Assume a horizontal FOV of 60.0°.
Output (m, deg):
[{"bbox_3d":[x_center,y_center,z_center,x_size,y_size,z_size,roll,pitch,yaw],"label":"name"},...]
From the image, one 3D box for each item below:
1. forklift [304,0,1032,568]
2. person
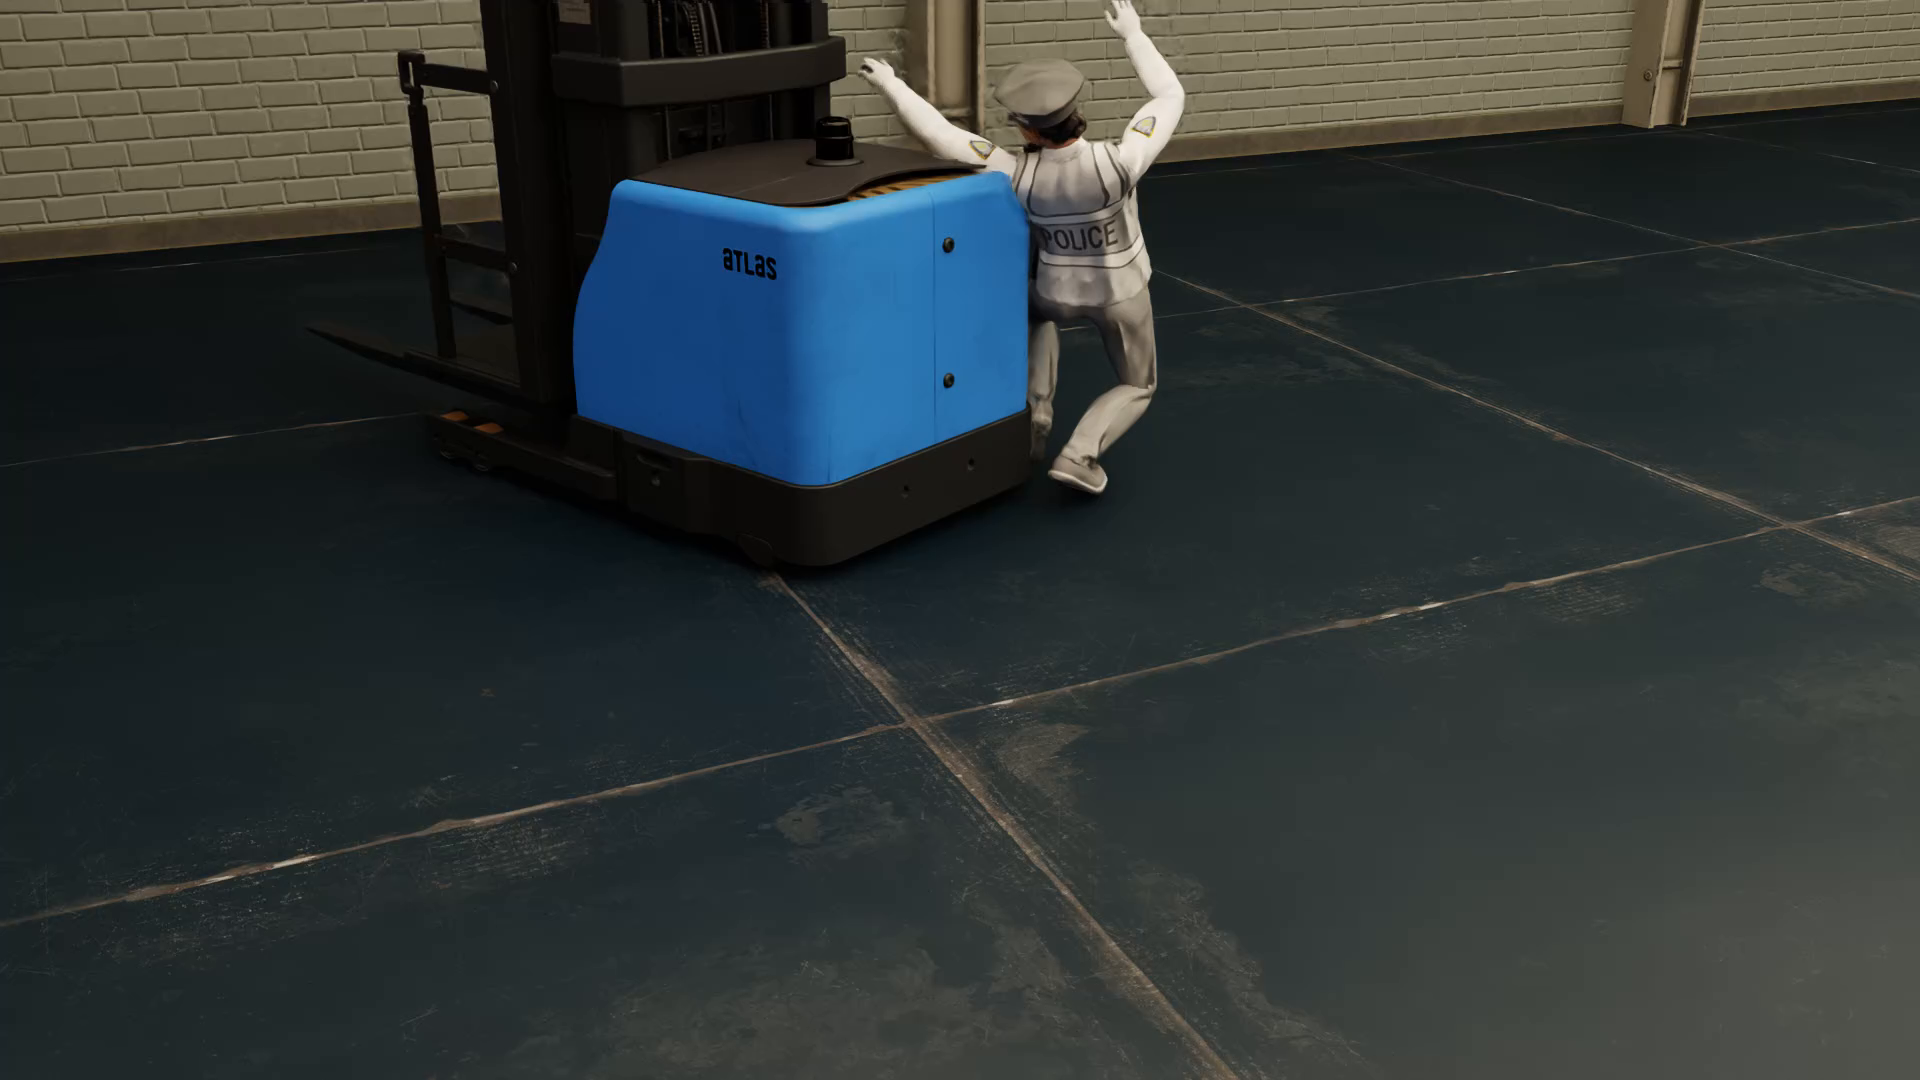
[{"bbox_3d":[-1.223,-1.722,5.432,3.031,2.935,1.130,18,29,37],"label":"forklift"},{"bbox_3d":[0.196,-0.924,5.338,1.005,1.565,0.818,8,24,18],"label":"person"}]
